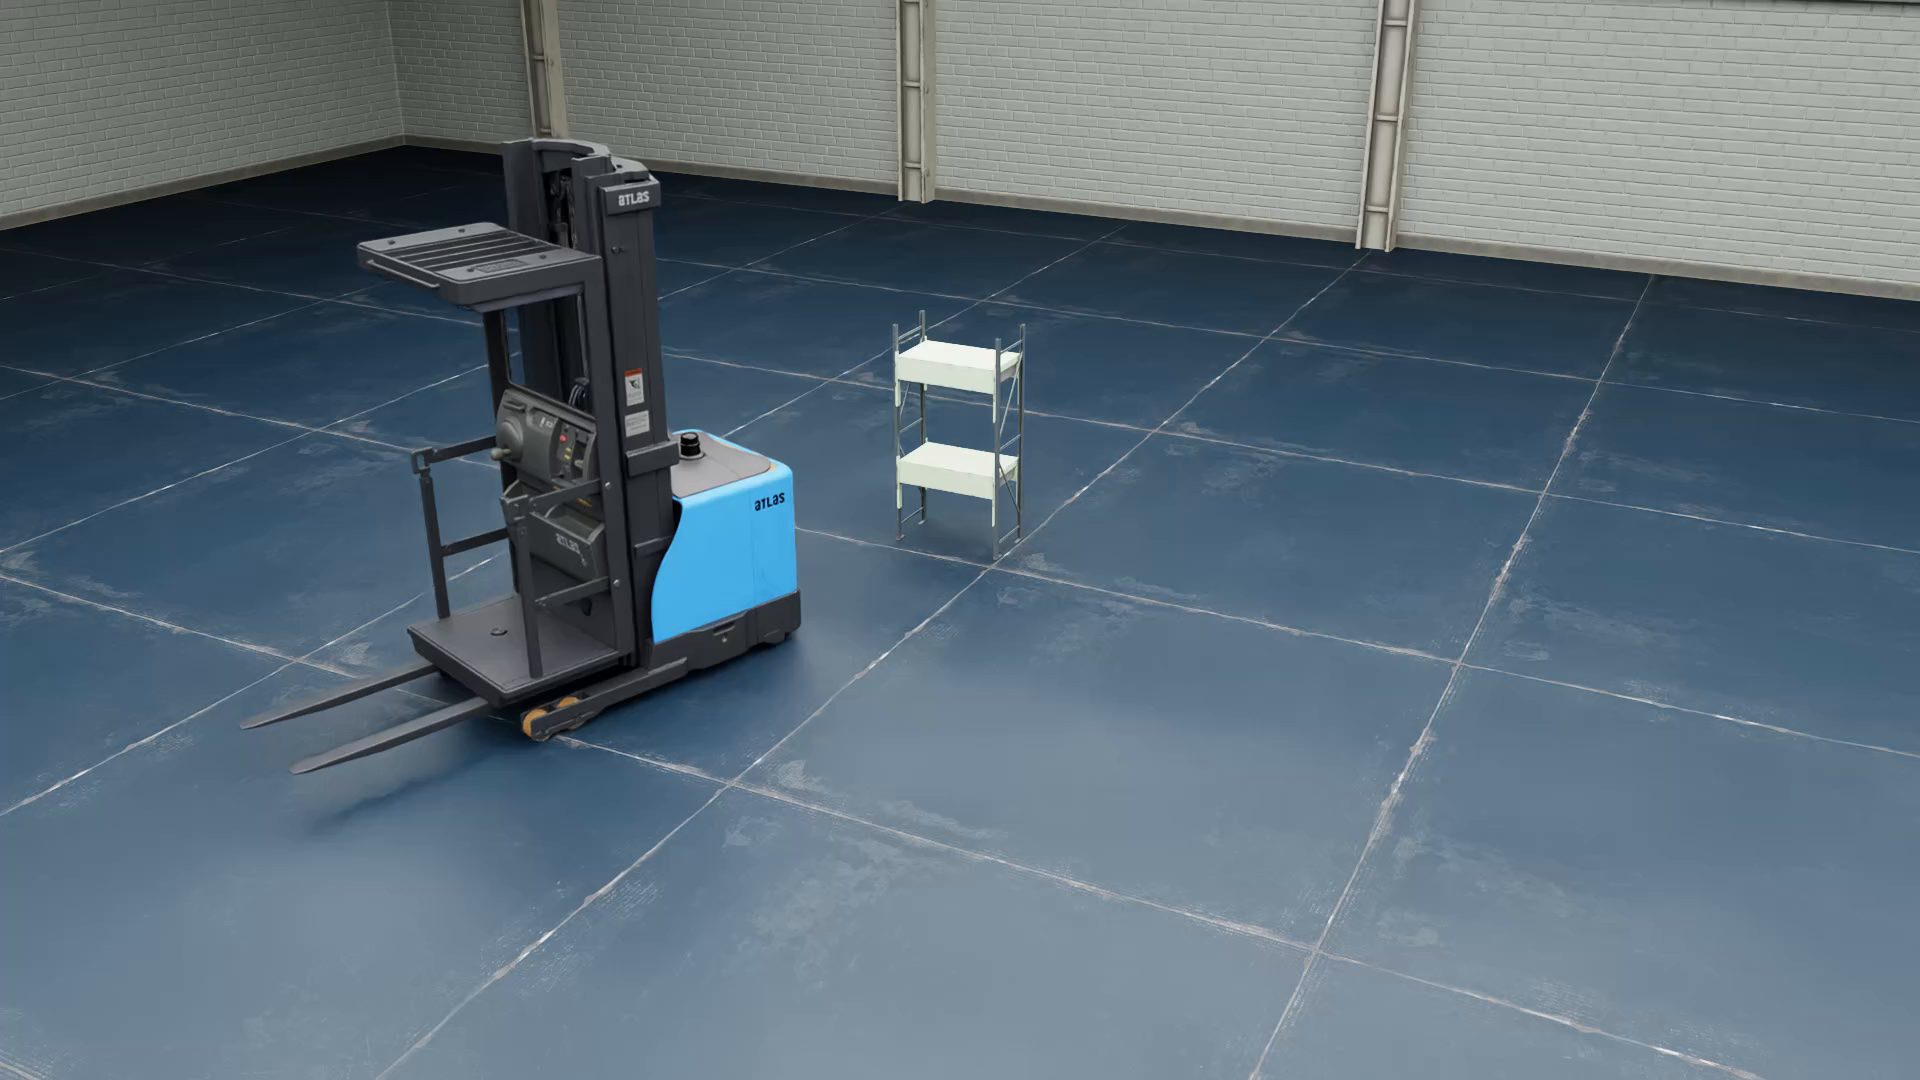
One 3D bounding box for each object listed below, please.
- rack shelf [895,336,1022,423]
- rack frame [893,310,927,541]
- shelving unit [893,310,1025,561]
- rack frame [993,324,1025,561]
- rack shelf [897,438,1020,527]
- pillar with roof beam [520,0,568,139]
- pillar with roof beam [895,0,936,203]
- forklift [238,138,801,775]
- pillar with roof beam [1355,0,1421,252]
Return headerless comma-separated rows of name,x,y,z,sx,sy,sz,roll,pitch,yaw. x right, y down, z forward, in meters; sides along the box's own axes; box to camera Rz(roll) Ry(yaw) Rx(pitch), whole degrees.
rack shelf,-0.006,-1.050,10.807,0.720,0.370,0.431,11,25,25
rack frame,-0.333,-0.756,11.111,0.023,1.500,0.400,11,25,25
shelving unit,-0.006,-0.691,10.959,0.755,1.500,0.431,11,25,25
rack frame,0.321,-0.627,10.807,0.023,1.500,0.400,11,25,25
rack shelf,-0.006,-0.391,11.087,0.720,0.370,0.431,11,25,25
pillar with roof beam,-7.858,-8.133,18.876,0.400,9.000,9.100,11,25,25
pillar with roof beam,-2.503,-7.074,16.385,0.400,9.000,9.100,11,25,25
forklift,-2.355,-0.517,8.721,3.031,2.935,1.130,-21,31,-40
pillar with roof beam,2.851,-6.014,13.893,0.400,9.000,9.100,11,25,25
